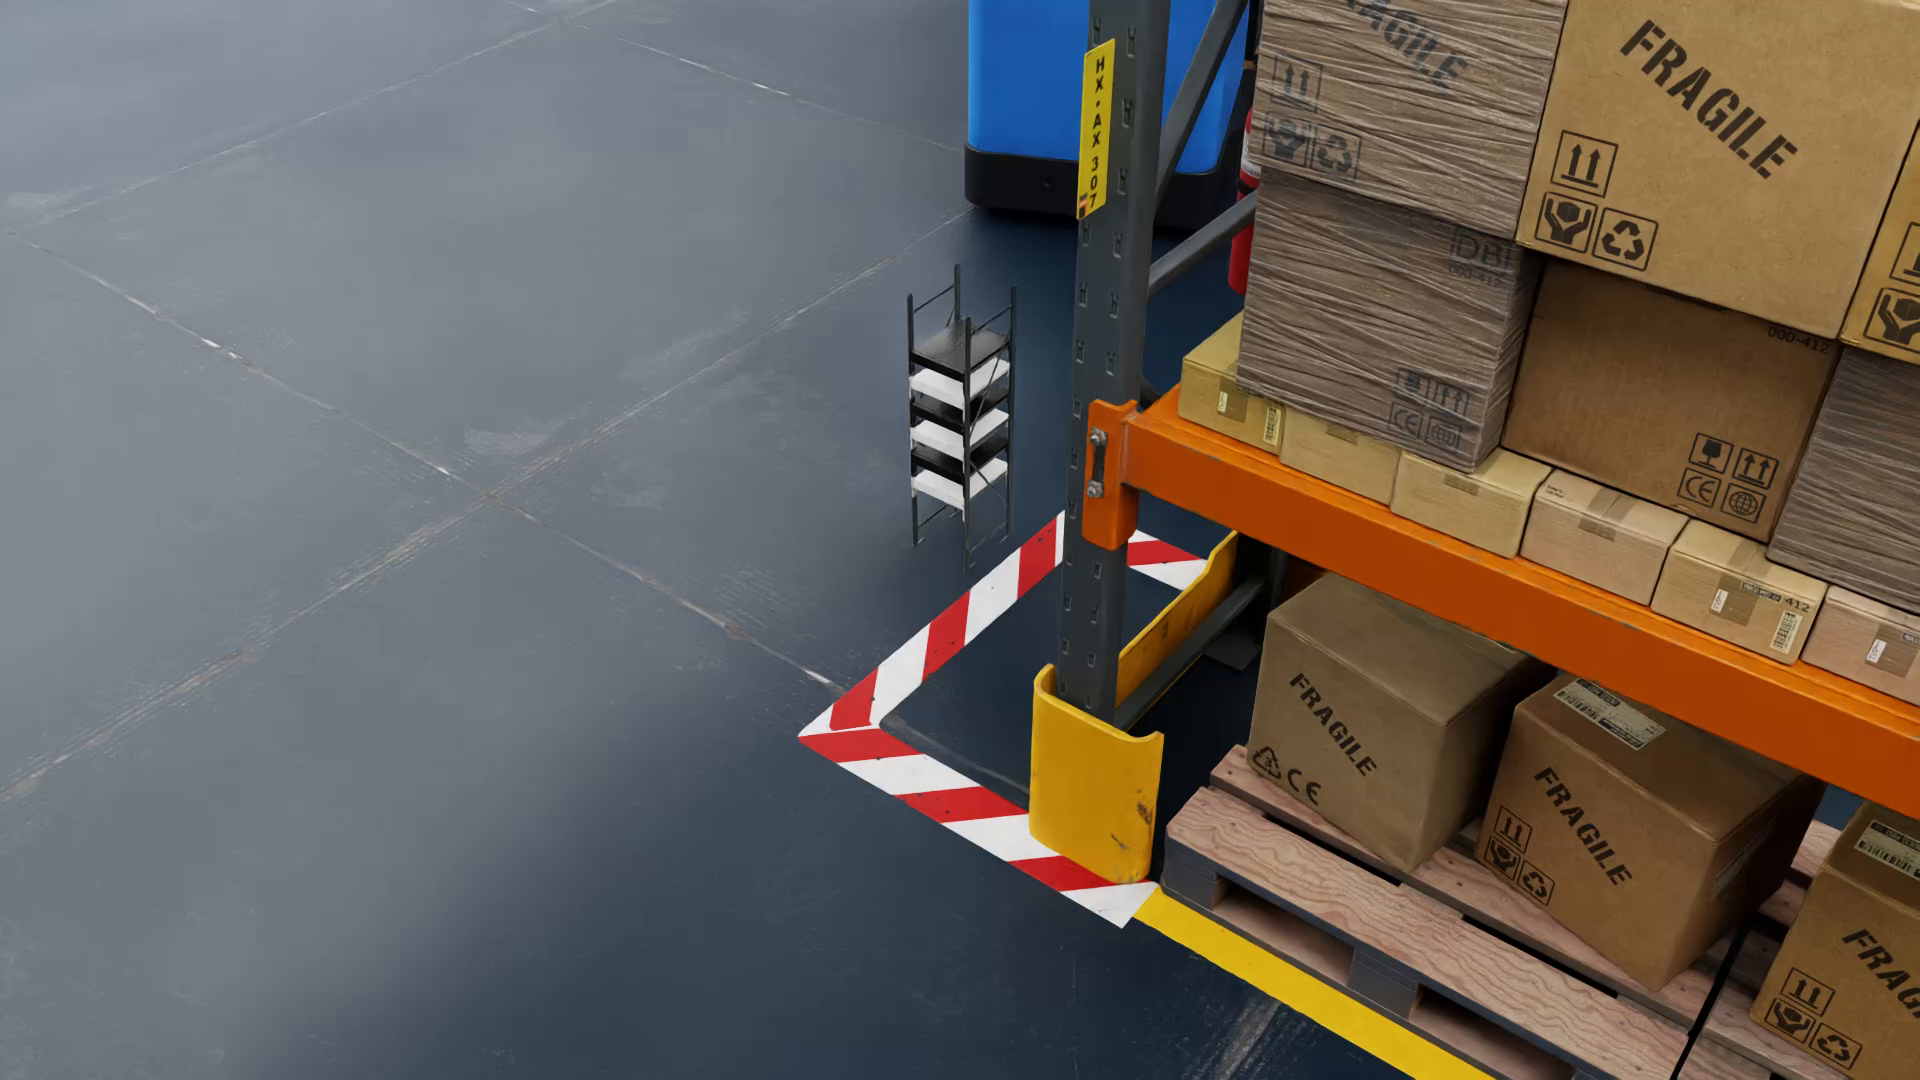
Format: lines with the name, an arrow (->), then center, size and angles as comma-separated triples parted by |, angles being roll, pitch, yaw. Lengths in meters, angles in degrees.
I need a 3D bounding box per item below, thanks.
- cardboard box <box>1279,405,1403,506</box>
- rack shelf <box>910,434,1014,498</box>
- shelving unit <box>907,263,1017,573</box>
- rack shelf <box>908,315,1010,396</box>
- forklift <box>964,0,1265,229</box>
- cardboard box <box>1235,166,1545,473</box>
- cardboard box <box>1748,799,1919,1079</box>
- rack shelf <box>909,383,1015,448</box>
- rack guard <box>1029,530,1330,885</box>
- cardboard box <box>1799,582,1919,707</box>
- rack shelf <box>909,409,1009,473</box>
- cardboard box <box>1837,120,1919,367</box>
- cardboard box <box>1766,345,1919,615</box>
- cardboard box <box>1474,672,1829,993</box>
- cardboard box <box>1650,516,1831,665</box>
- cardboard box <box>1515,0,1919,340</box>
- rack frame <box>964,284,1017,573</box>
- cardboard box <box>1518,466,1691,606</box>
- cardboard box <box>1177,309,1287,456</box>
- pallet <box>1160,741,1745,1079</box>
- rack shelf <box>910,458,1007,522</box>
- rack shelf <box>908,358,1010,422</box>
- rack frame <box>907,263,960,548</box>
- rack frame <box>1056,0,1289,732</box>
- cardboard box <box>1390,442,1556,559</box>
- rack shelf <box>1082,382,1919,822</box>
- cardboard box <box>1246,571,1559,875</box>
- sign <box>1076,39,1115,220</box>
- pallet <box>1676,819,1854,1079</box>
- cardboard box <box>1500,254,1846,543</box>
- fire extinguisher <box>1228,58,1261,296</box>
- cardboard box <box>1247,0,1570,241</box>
cardboard box -> 0.851, -0.258, 3.350 | 0.250, 0.149, 0.380 | 25, 45, 29
rack shelf -> 0.006, -0.254, 5.045 | 0.200, 0.077, 0.258 | 25, 45, 29
shelving unit -> 0.006, -0.351, 4.969 | 0.210, 0.900, 0.258 | 25, 45, 29
rack shelf -> 0.006, -0.538, 4.823 | 0.200, 0.077, 0.258 | 25, 45, 29
forklift -> 0.868, -3.327, 7.122 | 1.130, 2.935, 3.031 | 9, 39, 11
cardboard box -> 1.003, -0.620, 3.286 | 0.500, 0.500, 0.875 | 25, 45, 29
cardboard box -> 2.050, 0.829, 3.445 | 0.500, 0.500, 0.500 | 30, 47, 32
rack shelf -> 0.006, -0.396, 4.934 | 0.200, 0.077, 0.258 | 25, 45, 29
rack guard -> 0.643, 0.330, 4.423 | 0.348, 0.500, 1.175 | 25, 45, 29
cardboard box -> 1.661, 0.104, 2.887 | 0.250, 0.149, 0.380 | 25, 45, 29
rack shelf -> 0.006, -0.325, 4.989 | 0.200, 0.077, 0.258 | 25, 45, 29
cardboard box -> 1.645, -0.516, 2.343 | 0.500, 0.500, 0.500 | 25, 45, 29
cardboard box -> 1.843, -0.283, 2.856 | 0.500, 0.500, 0.875 | 25, 45, 29
cardboard box -> 1.564, 0.585, 3.757 | 0.500, 0.500, 0.500 | -25, 45, -29
cardboard box -> 1.446, 0.024, 2.990 | 0.250, 0.149, 0.380 | 25, 45, 29
cardboard box -> 1.247, -0.703, 2.581 | 0.500, 0.500, 0.500 | 25, 45, 29
rack frame -> 0.087, -0.313, 4.920 | 0.006, 0.900, 0.240 | 25, 45, 29
cardboard box -> 1.251, -0.073, 3.114 | 0.250, 0.149, 0.380 | 25, 45, 29
cardboard box -> 0.664, -0.361, 3.481 | 0.250, 0.149, 0.380 | 25, 45, 29
pallet -> 1.266, 0.765, 4.102 | 1.213, 0.211, 1.003 | 25, 45, 29
rack shelf -> 0.006, -0.183, 5.100 | 0.200, 0.077, 0.258 | 25, 45, 29
rack shelf -> 0.006, -0.467, 4.878 | 0.200, 0.077, 0.258 | 25, 45, 29
rack frame -> -0.074, -0.389, 5.017 | 0.006, 0.900, 0.240 | 25, 45, 29
rack frame -> 0.582, -0.683, 3.689 | 0.127, 3.000, 1.000 | 25, 45, 29
cardboard box -> 1.040, -0.157, 3.221 | 0.250, 0.149, 0.380 | 25, 45, 29
rack shelf -> 2.171, 0.349, 2.954 | 4.000, 0.370, 1.077 | 25, 45, 29
cardboard box -> 1.068, 0.378, 4.021 | 0.500, 0.500, 0.500 | -29, 46, -32
sign -> 0.253, -0.758, 3.083 | 0.005, 0.325, 0.100 | 25, 45, 29
pallet -> 2.231, 1.222, 3.518 | 1.213, 0.211, 1.003 | 25, 45, 29
cardboard box -> 1.473, -0.492, 3.122 | 0.500, 0.500, 0.875 | 25, 45, 29
fire extinguisher -> 0.771, -0.921, 4.056 | 0.183, 0.674, 0.296 | 25, 45, 29
cardboard box -> 0.854, -0.894, 2.825 | 0.500, 0.500, 0.500 | 25, 45, 29
